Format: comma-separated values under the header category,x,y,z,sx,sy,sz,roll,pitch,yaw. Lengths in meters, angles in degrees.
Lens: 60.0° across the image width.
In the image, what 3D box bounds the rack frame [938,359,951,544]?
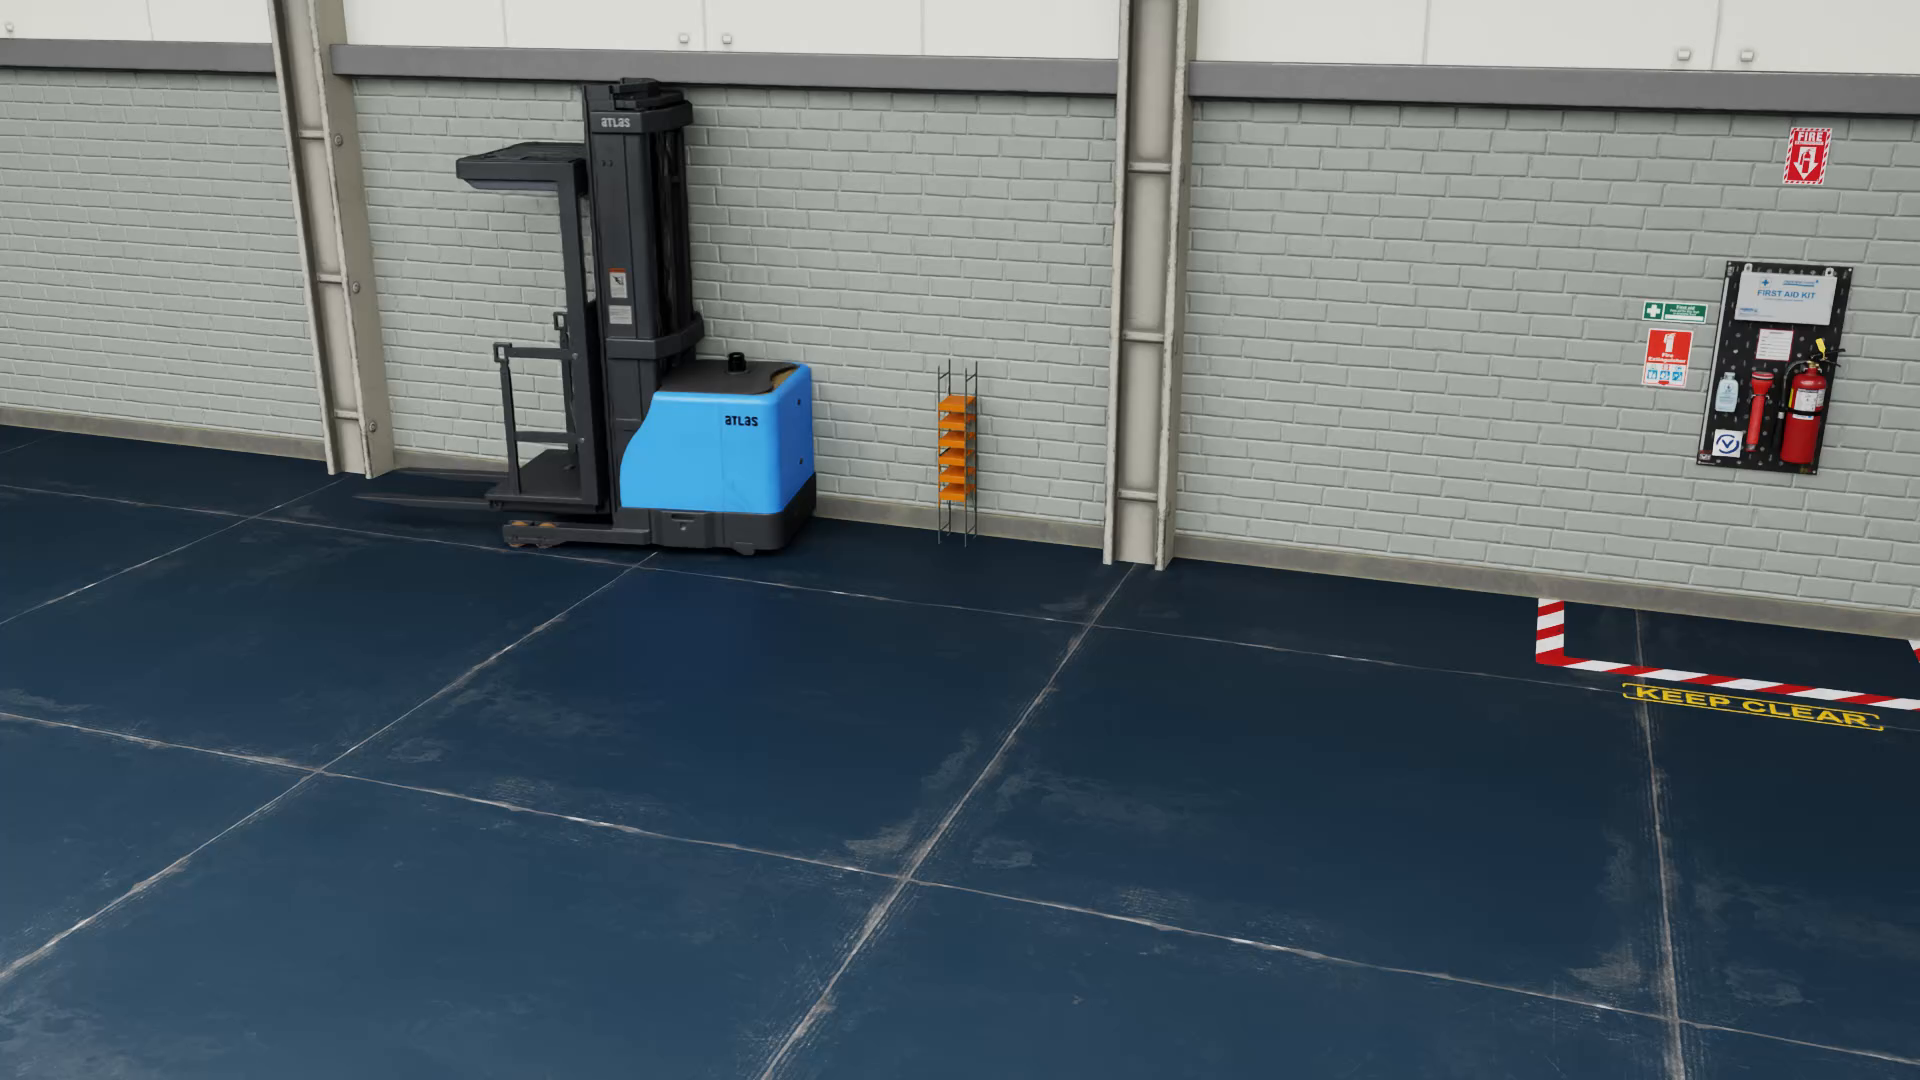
category,x,y,z,sx,sy,sz,roll,pitch,yaw
rack frame,-0.102,-0.574,10.901,0.006,1.200,0.240,6,20,17

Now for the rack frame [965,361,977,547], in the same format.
category,x,y,z,sx,sy,sz,roll,pitch,yaw
rack frame,0.072,-0.556,10.848,0.006,1.200,0.240,6,20,17

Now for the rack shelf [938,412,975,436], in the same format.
category,x,y,z,sx,sy,sz,roll,pitch,yaw
rack shelf,-0.015,-0.750,10.810,0.180,0.103,0.258,6,20,17

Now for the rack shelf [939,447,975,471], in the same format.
category,x,y,z,sx,sy,sz,roll,pitch,yaw
rack shelf,-0.015,-0.523,10.889,0.180,0.103,0.258,6,20,17

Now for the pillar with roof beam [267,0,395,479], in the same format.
category,x,y,z,sx,sy,sz,roll,pitch,yaw
pillar with roof beam,-5.930,-3.435,7.258,0.400,9.000,9.100,7,20,18

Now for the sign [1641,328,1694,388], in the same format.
category,x,y,z,sx,sy,sz,roll,pitch,yaw
sign,4.008,-1.031,9.424,0.234,0.329,0.001,7,20,18

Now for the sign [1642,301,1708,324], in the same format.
category,x,y,z,sx,sy,sz,roll,pitch,yaw
sign,4.010,-1.278,9.327,0.331,0.109,0.001,7,20,18

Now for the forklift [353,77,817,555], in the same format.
category,x,y,z,sx,sy,sz,roll,pitch,yaw
forklift,-2.556,-1.495,10.911,3.031,2.935,1.130,3,19,9

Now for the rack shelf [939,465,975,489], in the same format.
category,x,y,z,sx,sy,sz,roll,pitch,yaw
rack shelf,-0.015,-0.410,10.928,0.180,0.103,0.258,6,20,17

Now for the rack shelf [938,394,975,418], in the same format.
category,x,y,z,sx,sy,sz,roll,pitch,yaw
rack shelf,-0.015,-0.863,10.770,0.180,0.103,0.258,6,20,17

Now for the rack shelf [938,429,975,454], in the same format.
category,x,y,z,sx,sy,sz,roll,pitch,yaw
rack shelf,-0.015,-0.636,10.849,0.180,0.103,0.258,6,20,17

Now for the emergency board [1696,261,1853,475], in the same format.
category,x,y,z,sx,sy,sz,roll,pitch,yaw
emergency board,4.497,-0.923,9.166,0.643,1.169,0.194,7,20,18

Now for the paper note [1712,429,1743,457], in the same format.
category,x,y,z,sx,sy,sz,roll,pitch,yaw
paper note,4.352,-0.547,9.428,0.142,0.148,0.016,7,20,18

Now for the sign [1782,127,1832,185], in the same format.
category,x,y,z,sx,sy,sz,roll,pitch,yaw
sign,4.522,-2.049,8.876,0.199,0.298,0.001,7,20,18

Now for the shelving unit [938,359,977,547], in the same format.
category,x,y,z,sx,sy,sz,roll,pitch,yaw
shelving unit,-0.015,-0.565,10.874,0.189,1.200,0.258,6,20,17

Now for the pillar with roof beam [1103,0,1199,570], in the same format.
category,x,y,z,sx,sy,sz,roll,pitch,yaw
pillar with roof beam,-0.262,-2.786,5.399,0.400,9.000,9.100,7,20,18

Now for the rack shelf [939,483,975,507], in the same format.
category,x,y,z,sx,sy,sz,roll,pitch,yaw
rack shelf,-0.015,-0.296,10.968,0.180,0.103,0.258,6,20,17
